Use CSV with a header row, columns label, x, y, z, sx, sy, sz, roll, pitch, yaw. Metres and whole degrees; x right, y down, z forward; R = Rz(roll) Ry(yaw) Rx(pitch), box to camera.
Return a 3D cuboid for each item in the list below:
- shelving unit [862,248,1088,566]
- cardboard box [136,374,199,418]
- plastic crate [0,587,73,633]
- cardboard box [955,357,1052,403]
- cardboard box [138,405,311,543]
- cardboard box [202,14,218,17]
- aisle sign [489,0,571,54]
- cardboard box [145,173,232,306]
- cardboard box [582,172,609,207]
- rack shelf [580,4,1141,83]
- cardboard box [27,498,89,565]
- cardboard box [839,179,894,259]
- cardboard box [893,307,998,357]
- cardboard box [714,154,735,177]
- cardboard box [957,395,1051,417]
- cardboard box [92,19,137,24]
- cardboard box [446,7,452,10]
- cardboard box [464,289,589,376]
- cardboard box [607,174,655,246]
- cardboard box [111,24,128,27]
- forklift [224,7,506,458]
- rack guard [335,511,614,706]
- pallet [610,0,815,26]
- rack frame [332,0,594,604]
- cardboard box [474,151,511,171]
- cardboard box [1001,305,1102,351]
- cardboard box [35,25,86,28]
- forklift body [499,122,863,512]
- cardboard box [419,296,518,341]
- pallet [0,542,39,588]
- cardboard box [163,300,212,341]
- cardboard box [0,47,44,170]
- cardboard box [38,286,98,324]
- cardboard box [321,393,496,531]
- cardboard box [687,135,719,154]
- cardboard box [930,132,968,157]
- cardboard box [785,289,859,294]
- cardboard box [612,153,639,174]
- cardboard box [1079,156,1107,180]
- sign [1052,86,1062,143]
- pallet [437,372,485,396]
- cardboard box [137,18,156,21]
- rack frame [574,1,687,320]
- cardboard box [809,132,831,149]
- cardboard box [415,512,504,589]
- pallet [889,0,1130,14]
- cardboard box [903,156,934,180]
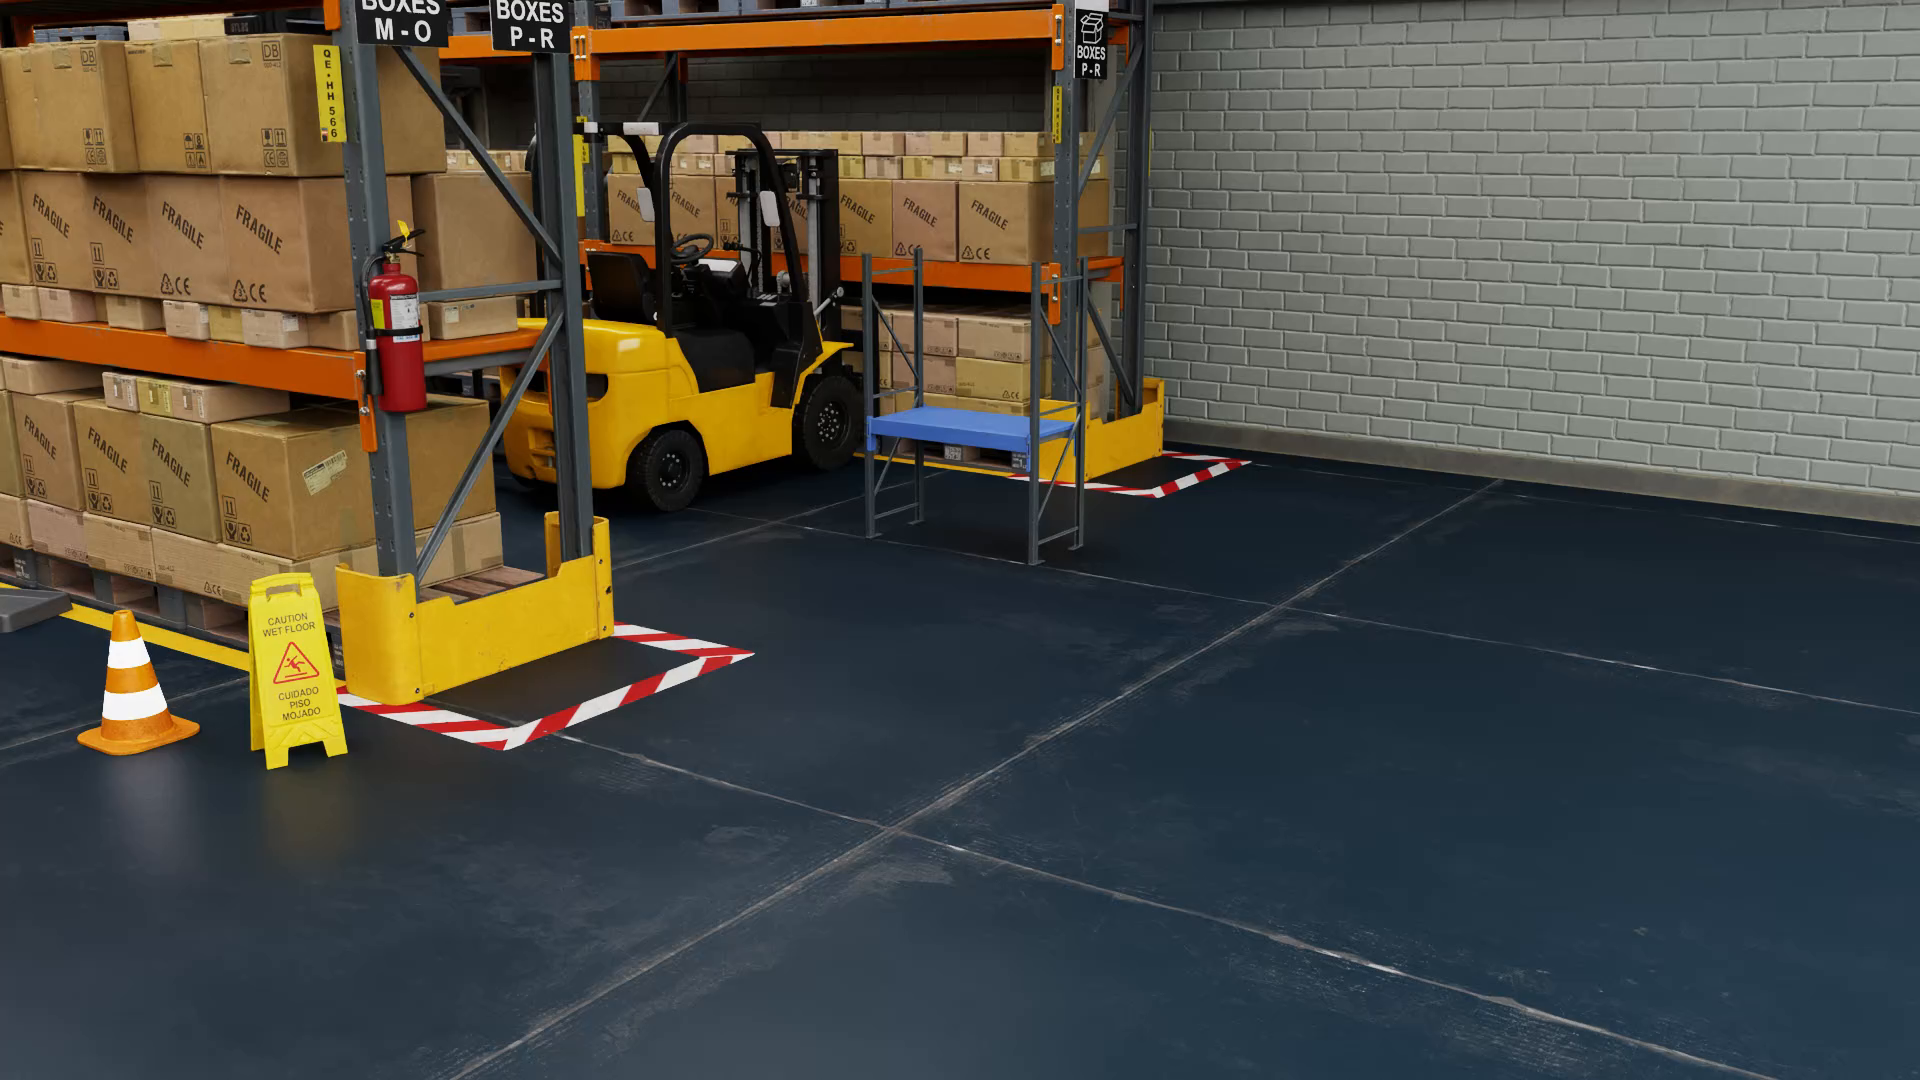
label,x,y,z,sx,sy,sz,roll,pitch,yaw
shelving unit,0.071,-0.717,8.597,1.048,1.500,0.538,9,17,33
cardboard box,-3.236,-0.626,7.049,0.250,0.149,0.380,10,17,34
plastic crate,-4.350,0.302,7.436,0.583,0.080,0.402,3,14,14
cardboard box,0.312,-1.058,10.661,0.500,0.250,0.500,9,16,32
cardboard box,-3.122,-0.311,7.123,0.500,0.500,0.500,10,17,35
cardboard box,-6.380,-4.631,14.528,0.250,0.149,0.380,9,16,32
aisle sign,-1.652,-2.268,6.333,0.004,0.787,0.394,9,17,33
cardboard box,-2.893,-1.232,6.729,0.500,0.500,0.500,9,17,33
cardboard box,-2.978,-2.664,12.615,0.500,0.250,0.500,9,16,32
rack shelf,-0.769,-3.318,11.239,4.000,0.370,1.077,9,17,33
cardboard box,-3.966,-0.085,7.774,0.500,0.250,0.500,9,16,32
cardboard box,-0.515,-2.145,11.039,0.500,0.500,0.500,9,16,32
cardboard box,-0.092,-1.364,10.860,0.500,0.250,0.500,10,17,34
cardboard box,-1.483,-2.600,11.528,0.250,0.149,0.380,9,17,32
cardboard box,0.325,-0.812,10.710,0.500,0.250,0.500,9,17,33
cardboard box,-7.751,-4.818,15.244,0.250,0.149,0.380,10,17,34
cardboard box,-4.263,-4.434,13.652,0.250,0.166,0.380,9,17,33
cardboard box,-3.507,-1.704,13.532,0.625,0.625,0.875,9,17,32
cardboard box,-2.206,-2.416,12.134,0.500,0.500,0.500,9,16,31
cardboard box,-7.884,-4.984,15.912,0.250,0.149,0.380,9,16,31
forklift,-3.732,-1.968,10.675,3.031,2.935,1.130,9,16,32
rack guard,-1.939,0.250,6.771,0.348,0.500,1.175,9,17,33
pallet,-1.706,-3.783,11.806,1.213,0.211,1.003,9,17,33
rack frame,-1.876,-0.953,6.430,0.127,3.000,1.000,9,17,33
cardboard box,-3.526,-2.927,12.849,0.250,0.149,0.380,9,16,31
cardboard box,0.598,-1.400,11.002,0.500,0.250,0.500,9,16,32
cardboard box,-8.580,-4.963,15.829,0.250,0.149,0.380,9,17,33
forklift body,-1.701,-1.422,10.090,1.214,2.155,2.313,9,17,33
cardboard box,-2.043,-0.918,6.811,0.250,0.149,0.380,9,17,33
pallet,-4.618,-0.053,8.596,1.213,0.211,1.003,9,17,33
cardboard box,-3.009,-0.917,6.809,0.250,0.149,0.380,10,17,34
cardboard box,-3.655,-1.868,7.218,0.500,0.500,0.700,9,17,32
cardboard box,-3.832,-1.059,7.383,0.250,0.149,0.380,9,17,33
cardboard box,-2.411,-0.352,7.292,0.500,0.500,0.500,9,16,31
cardboard box,-1.689,-2.781,11.637,0.250,0.149,0.380,10,17,34
cardboard box,0.022,-2.513,10.557,0.250,0.149,0.380,10,17,34
cardboard box,-1.071,-1.671,12.098,0.500,0.250,0.500,9,17,33
cardboard box,-2.311,-2.748,12.122,0.250,0.149,0.380,9,16,32
cardboard box,0.754,-2.404,10.732,0.250,0.149,0.380,9,16,31
sign,0.576,-2.514,9.833,0.005,0.325,0.100,9,17,33
pallet,-4.078,-1.380,13.960,1.213,0.211,1.003,9,17,33
cardboard box,-7.229,-4.770,15.090,0.250,0.149,0.380,10,17,34
rack frame,-2.428,-2.479,12.597,0.127,3.000,1.000,9,17,33
cardboard box,-0.800,-2.661,11.155,0.250,0.149,0.380,9,17,34
cardboard box,-2.391,0.015,7.369,0.500,0.250,0.500,9,17,32
pallet,0.319,-3.456,10.484,1.213,0.211,1.003,9,17,33
cardboard box,-0.162,-2.408,10.750,0.250,0.149,0.380,9,17,32
